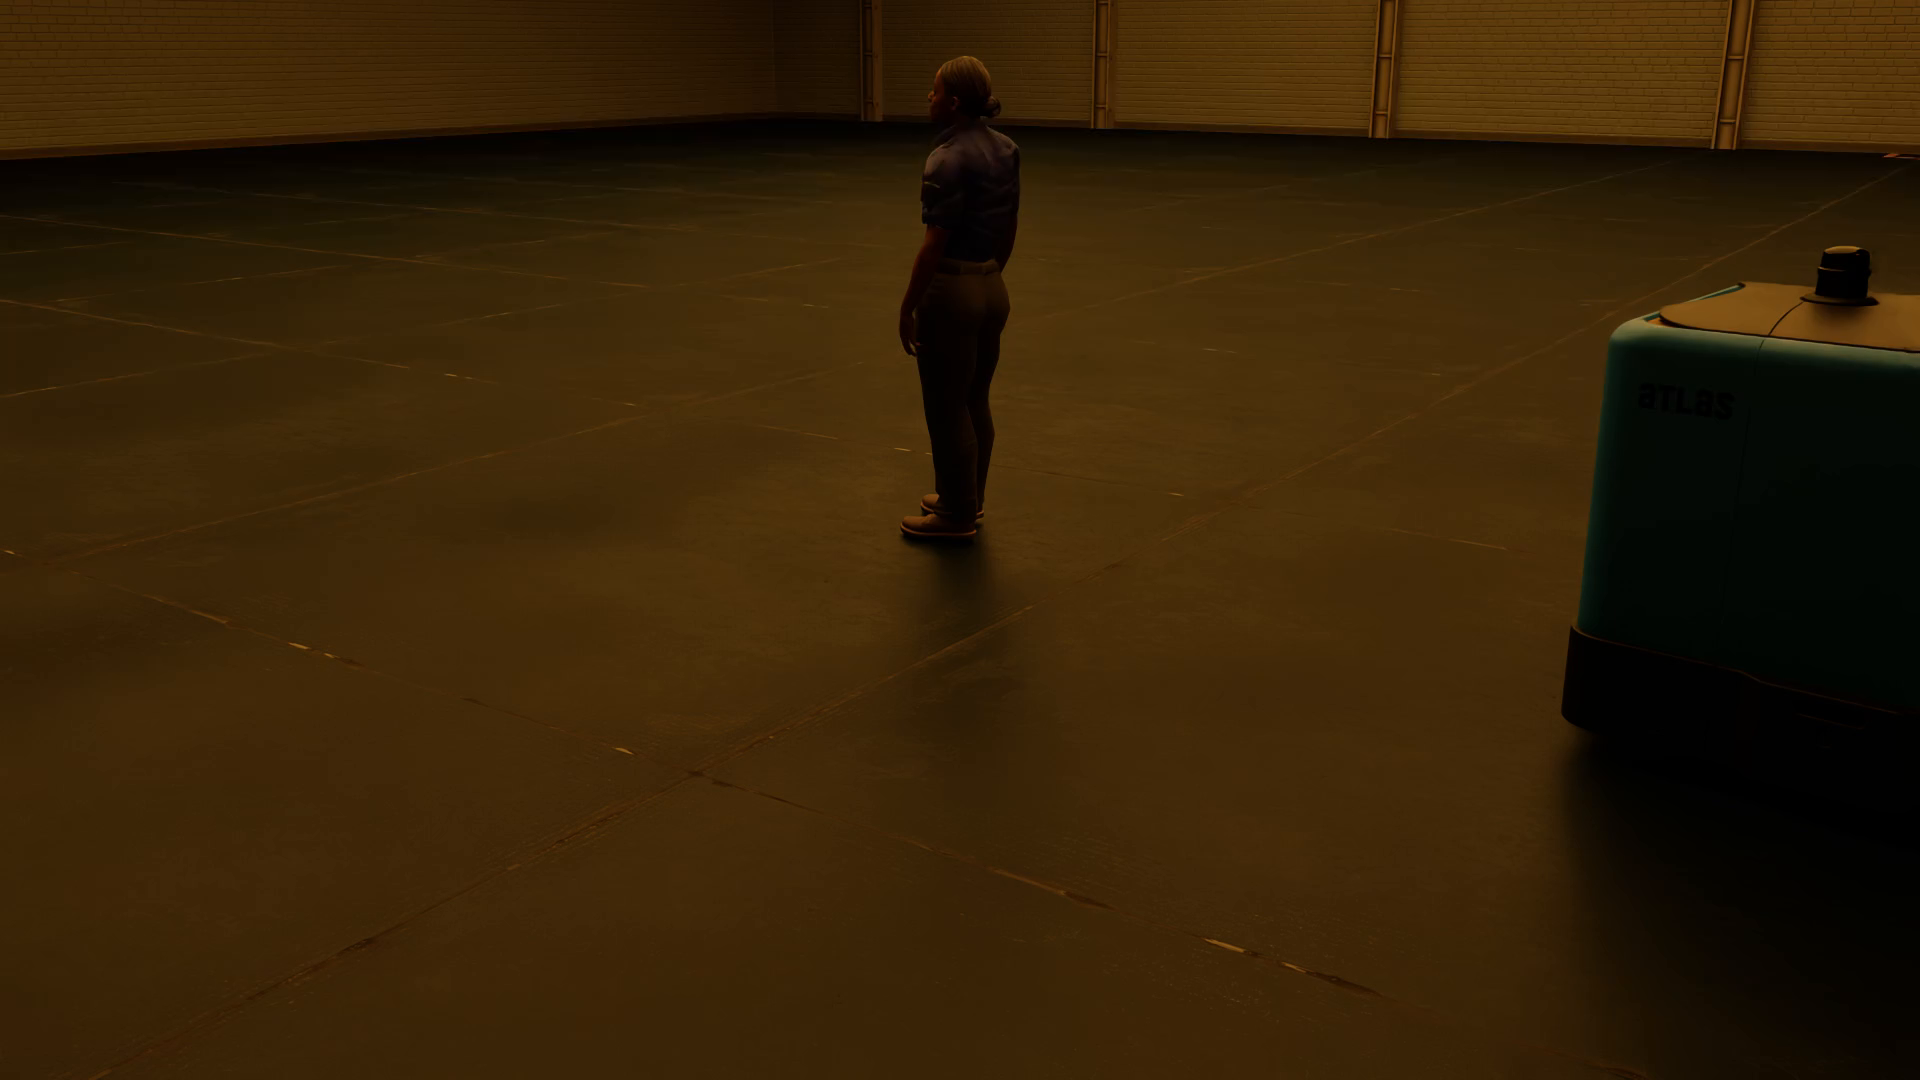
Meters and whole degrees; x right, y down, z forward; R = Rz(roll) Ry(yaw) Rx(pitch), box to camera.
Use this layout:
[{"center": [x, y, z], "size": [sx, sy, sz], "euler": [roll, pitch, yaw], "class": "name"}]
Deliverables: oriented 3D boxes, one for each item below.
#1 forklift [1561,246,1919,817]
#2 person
[{"center": [2.965, -0.711, 3.209], "size": [3.031, 2.935, 1.130], "euler": [14, 22, 39], "class": "forklift"}, {"center": [-0.061, -0.819, 5.773], "size": [0.503, 1.656, 0.569], "euler": [11, 20, 33], "class": "person"}]
